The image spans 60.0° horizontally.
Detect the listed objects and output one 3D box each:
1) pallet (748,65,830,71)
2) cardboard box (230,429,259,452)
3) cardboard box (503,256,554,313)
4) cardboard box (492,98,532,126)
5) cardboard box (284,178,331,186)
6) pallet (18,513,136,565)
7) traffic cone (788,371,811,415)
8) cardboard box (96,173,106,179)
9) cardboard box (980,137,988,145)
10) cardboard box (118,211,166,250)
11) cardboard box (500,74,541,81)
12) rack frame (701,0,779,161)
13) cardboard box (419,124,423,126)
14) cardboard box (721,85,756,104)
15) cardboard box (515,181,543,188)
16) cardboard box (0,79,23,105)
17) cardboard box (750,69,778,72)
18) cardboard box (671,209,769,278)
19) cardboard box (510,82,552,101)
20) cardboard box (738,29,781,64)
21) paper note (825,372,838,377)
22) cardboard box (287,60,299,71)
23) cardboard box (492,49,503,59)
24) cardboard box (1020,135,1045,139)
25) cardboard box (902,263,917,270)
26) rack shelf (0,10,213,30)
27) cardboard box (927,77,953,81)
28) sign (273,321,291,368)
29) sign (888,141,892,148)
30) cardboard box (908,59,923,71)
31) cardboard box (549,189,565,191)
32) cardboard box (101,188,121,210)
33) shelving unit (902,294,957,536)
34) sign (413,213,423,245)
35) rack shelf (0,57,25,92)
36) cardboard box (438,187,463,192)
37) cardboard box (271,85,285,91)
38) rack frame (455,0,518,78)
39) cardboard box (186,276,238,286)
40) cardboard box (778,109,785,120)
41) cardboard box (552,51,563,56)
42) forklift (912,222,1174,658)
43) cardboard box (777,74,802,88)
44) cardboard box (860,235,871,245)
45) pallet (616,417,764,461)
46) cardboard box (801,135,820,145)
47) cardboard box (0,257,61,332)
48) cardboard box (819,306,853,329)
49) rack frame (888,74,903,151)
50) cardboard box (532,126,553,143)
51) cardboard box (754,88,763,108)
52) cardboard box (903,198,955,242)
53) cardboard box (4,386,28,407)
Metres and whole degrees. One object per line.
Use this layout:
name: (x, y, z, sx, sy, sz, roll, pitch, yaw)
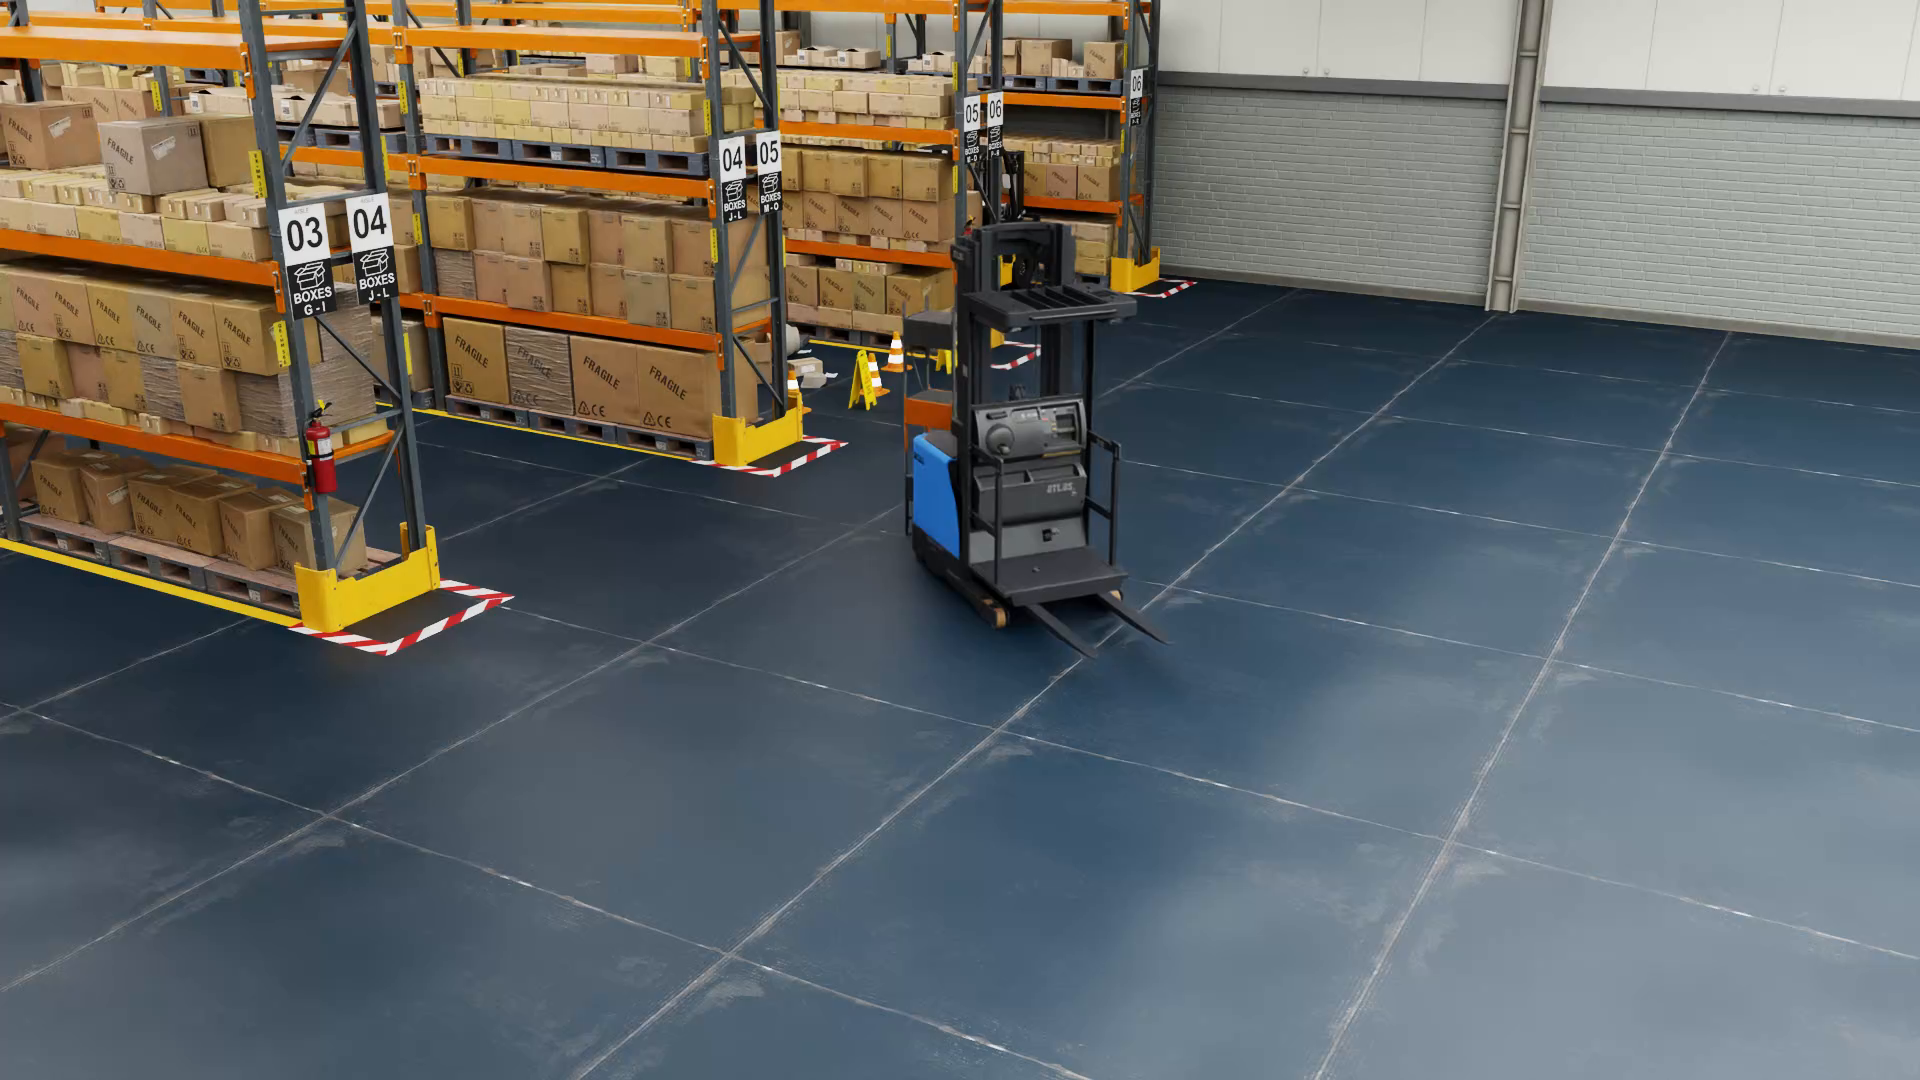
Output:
pallet: (-2.721, -7.690, 27.342, 1.213, 0.211, 1.003, 12, 23, 30)
cardboard box: (-5.412, -0.817, 12.885, 0.250, 0.149, 0.380, 11, 23, 27)
cardboard box: (-4.353, -2.809, 17.789, 0.550, 0.550, 0.875, 11, 23, 27)
cardboard box: (-4.414, -4.398, 17.011, 0.500, 0.250, 0.500, 11, 22, 27)
cardboard box: (-7.800, -3.943, 19.520, 0.500, 0.500, 0.700, 10, 22, 26)
pallet: (-7.490, -0.135, 14.724, 1.213, 0.211, 1.003, 11, 23, 27)
traffic cone: (-1.865, -1.660, 18.559, 0.334, 0.463, 0.336, 11, 23, 27)
cardboard box: (-6.776, -2.915, 13.536, 0.250, 0.149, 0.380, 12, 23, 29)
cardboard box: (0.454, -6.135, 25.642, 0.250, 0.149, 0.380, 11, 23, 27)
cardboard box: (-6.027, -2.395, 12.689, 0.500, 0.250, 0.500, 11, 23, 28)
cardboard box: (-4.672, -4.868, 17.721, 0.250, 0.149, 0.380, 11, 23, 27)
rack frame: (-2.094, -5.161, 15.695, 0.127, 3.000, 1.000, 11, 23, 27)
cardboard box: (-8.385, -6.089, 25.437, 0.500, 0.500, 0.500, 11, 23, 28)
cardboard box: (-2.230, -4.403, 16.439, 0.250, 0.149, 0.380, 11, 23, 28)
cardboard box: (-6.014, -5.318, 23.726, 0.500, 0.500, 0.500, 12, 23, 30)
cardboard box: (-11.904, -5.693, 21.076, 0.500, 0.311, 0.500, 10, 22, 27)
cardboard box: (-2.613, -6.155, 22.033, 0.250, 0.149, 0.380, 10, 22, 26)
cardboard box: (-2.399, -2.992, 16.710, 0.550, 0.550, 0.875, 11, 23, 27)
cardboard box: (-4.322, -4.545, 16.830, 0.250, 0.149, 0.380, 11, 23, 27)
cardboard box: (-3.332, -8.095, 27.271, 0.500, 0.500, 0.700, 10, 22, 26)
paper note: (-1.564, -2.000, 20.133, 0.142, 0.019, 0.148, 3, 20, 9)
cardboard box: (-9.978, -7.184, 25.251, 0.258, 0.266, 0.396, 11, 22, 27)
cardboard box: (-8.370, -8.791, 29.883, 0.500, 0.250, 0.500, 11, 23, 28)
cardboard box: (1.124, -6.187, 25.785, 0.250, 0.149, 0.380, 11, 23, 28)
cardboard box: (-0.817, -3.395, 21.939, 0.500, 0.500, 0.500, 10, 22, 25)
rack shelf: (-10.824, -6.298, 20.470, 4.000, 0.370, 1.077, 11, 23, 27)
cardboard box: (-0.207, -5.655, 20.655, 0.250, 0.149, 0.380, 11, 23, 27)
sign: (-4.889, -1.412, 11.996, 0.005, 0.325, 0.100, 11, 23, 27)
sign: (-1.099, -6.319, 26.102, 0.005, 0.325, 0.100, 11, 23, 27)
cardboard box: (-0.599, -7.346, 25.724, 0.250, 0.149, 0.380, 11, 23, 28)
cardboard box: (-5.634, -4.947, 23.654, 0.250, 0.149, 0.380, 12, 23, 30)
cardboard box: (-6.345, -2.640, 12.777, 0.250, 0.149, 0.380, 10, 22, 25)
shelving unit: (-0.171, -1.042, 14.455, 0.503, 2.100, 0.431, 11, 23, 29)
sign: (-5.842, -3.350, 17.918, 0.005, 0.325, 0.100, 11, 23, 27)
rack shelf: (-9.839, -4.173, 14.612, 4.000, 0.370, 1.077, 11, 23, 27)
cardboard box: (-7.321, -5.098, 24.539, 0.500, 0.250, 0.500, 10, 22, 25)
cardboard box: (-8.019, -5.200, 19.568, 0.500, 0.311, 0.500, 11, 23, 27)
rack frame: (-6.752, -7.982, 23.471, 0.127, 3.000, 1.000, 11, 23, 27)
cardboard box: (-5.819, -1.879, 13.394, 0.500, 0.500, 0.500, 11, 23, 27)
cardboard box: (-2.209, -5.494, 21.380, 0.250, 0.149, 0.380, 10, 22, 26)
cardboard box: (-6.867, -8.505, 28.916, 0.250, 0.149, 0.380, 11, 22, 27)
forklift: (0.637, -0.860, 12.735, 1.130, 2.935, 3.031, -8, 22, -22)
cardboard box: (-2.220, -5.855, 21.205, 0.250, 0.149, 0.380, 10, 22, 26)
cardboard box: (-1.082, -3.888, 21.352, 0.250, 0.149, 0.380, 11, 23, 28)
pallet: (-2.830, -1.140, 17.496, 1.213, 0.211, 1.003, 11, 23, 27)
cardboard box: (-2.379, -6.521, 27.144, 0.250, 0.149, 0.380, 11, 23, 28)
cardboard box: (-7.824, -2.053, 13.874, 0.500, 0.500, 0.500, 11, 23, 27)
cardboard box: (-1.513, -2.965, 21.853, 0.500, 0.250, 0.500, 10, 22, 25)
rack frame: (-0.843, -5.975, 26.736, 0.127, 3.000, 1.000, 11, 23, 27)
cardboard box: (-4.106, -4.128, 16.851, 0.250, 0.149, 0.380, 11, 23, 28)
cardboard box: (-2.555, -5.738, 21.469, 0.500, 0.250, 0.500, 11, 22, 27)
cardboard box: (-0.376, -4.027, 20.782, 0.500, 0.500, 0.500, 10, 22, 26)
cardboard box: (-7.840, -1.258, 14.100, 0.250, 0.149, 0.380, 11, 23, 27)
